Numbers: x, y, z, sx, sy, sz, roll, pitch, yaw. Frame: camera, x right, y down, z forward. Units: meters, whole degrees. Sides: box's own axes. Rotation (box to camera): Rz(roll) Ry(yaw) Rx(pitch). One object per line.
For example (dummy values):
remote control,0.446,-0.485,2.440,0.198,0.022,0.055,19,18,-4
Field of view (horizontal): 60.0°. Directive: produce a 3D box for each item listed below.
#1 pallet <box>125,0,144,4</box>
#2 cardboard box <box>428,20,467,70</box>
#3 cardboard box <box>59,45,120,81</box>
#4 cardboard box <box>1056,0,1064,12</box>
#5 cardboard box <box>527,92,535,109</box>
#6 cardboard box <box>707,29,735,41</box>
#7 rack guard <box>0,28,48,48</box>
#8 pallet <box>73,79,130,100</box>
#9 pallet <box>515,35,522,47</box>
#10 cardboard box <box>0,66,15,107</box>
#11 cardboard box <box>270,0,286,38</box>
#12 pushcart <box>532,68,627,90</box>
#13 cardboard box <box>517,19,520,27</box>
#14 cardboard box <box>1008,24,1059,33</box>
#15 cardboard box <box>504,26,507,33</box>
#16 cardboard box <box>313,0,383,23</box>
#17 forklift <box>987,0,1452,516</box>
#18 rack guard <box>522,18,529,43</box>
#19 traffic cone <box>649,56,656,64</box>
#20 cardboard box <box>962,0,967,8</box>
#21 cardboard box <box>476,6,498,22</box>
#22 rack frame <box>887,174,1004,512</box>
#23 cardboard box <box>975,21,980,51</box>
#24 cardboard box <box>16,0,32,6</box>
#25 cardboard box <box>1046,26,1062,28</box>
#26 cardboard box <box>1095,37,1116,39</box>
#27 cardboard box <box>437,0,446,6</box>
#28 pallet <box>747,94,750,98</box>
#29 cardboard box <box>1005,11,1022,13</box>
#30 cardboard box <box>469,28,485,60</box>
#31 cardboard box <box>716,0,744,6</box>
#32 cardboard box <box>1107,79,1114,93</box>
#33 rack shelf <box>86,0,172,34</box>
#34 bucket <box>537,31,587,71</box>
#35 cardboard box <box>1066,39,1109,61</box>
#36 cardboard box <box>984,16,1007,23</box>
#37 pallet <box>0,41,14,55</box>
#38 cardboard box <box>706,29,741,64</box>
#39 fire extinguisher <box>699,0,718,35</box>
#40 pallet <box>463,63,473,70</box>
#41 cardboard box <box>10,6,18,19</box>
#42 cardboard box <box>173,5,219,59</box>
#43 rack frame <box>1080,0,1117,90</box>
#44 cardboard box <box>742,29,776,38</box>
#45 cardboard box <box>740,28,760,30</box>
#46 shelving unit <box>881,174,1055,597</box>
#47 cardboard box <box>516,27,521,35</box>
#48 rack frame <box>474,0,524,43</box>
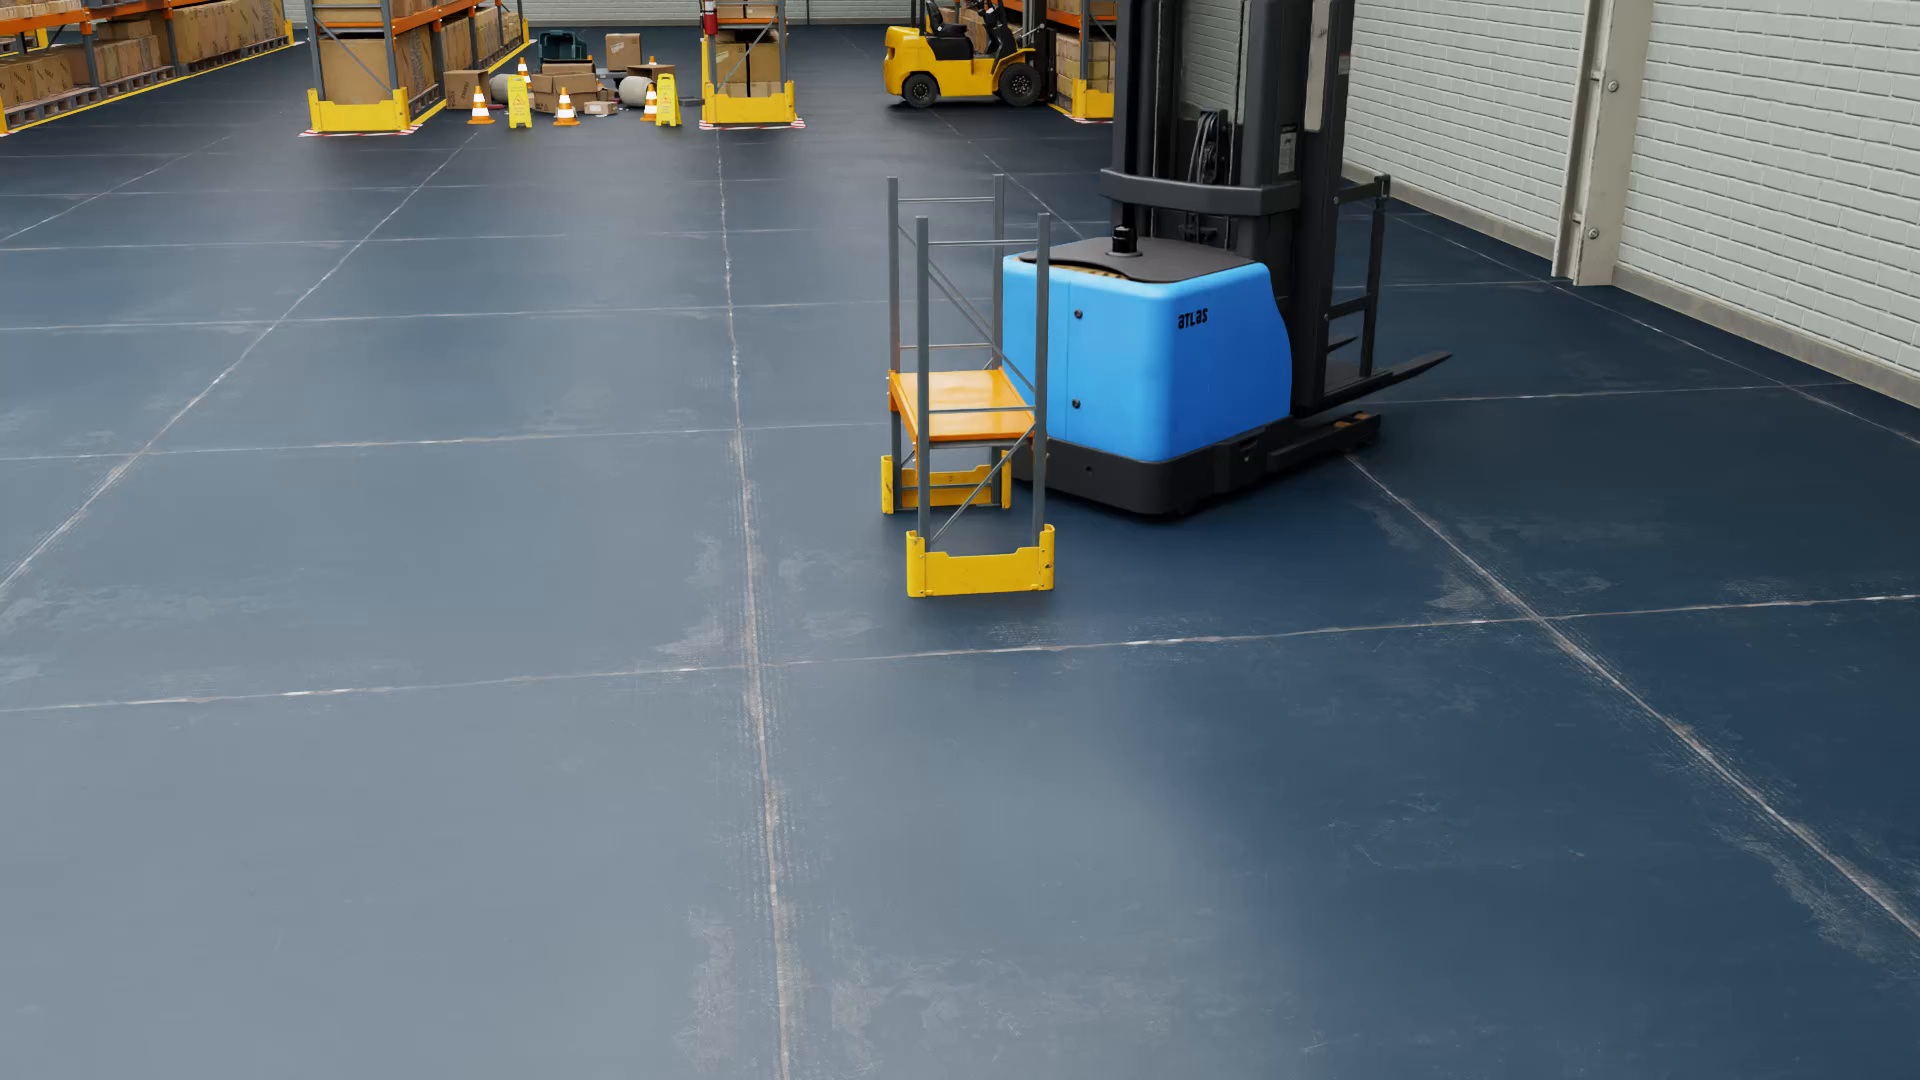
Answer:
pallet,-13.416,-8.462,25.859,1.003,0.211,1.213,-3,21,-8
cardboard box,-8.691,-8.075,27.165,1.050,0.750,0.750,-3,21,-7
cardboard box,-13.282,-7.265,25.324,0.700,0.500,0.500,-3,21,-8
cardboard box,1.659,-7.778,23.612,0.500,0.500,0.500,-3,21,-9
cardboard box,-6.172,-6.282,23.657,0.396,0.266,0.258,1,20,2
cardboard box,-3.275,-6.917,22.779,0.380,0.149,0.250,-2,21,-6
rack guard,-19.813,-10.592,34.860,1.175,0.500,0.348,-3,21,-8
pallet,-13.279,-6.813,25.157,1.003,0.211,1.213,-3,21,-8
pallet,-9.879,-10.604,35.307,1.003,0.211,1.213,-3,21,-8
cardboard box,-12.782,-5.913,21.734,0.500,0.500,0.500,2,21,6
cardboard box,-14.724,-10.989,34.787,0.875,0.875,0.875,-3,21,-8
pushcart,-5.608,-6.989,25.390,1.648,0.377,0.936,-11,23,-26
cardboard box,-9.614,-11.052,35.570,0.380,0.149,0.250,-3,21,-9
cardboard box,1.252,-8.395,28.200,0.875,0.625,0.625,-4,21,-10
cardboard box,-9.380,-10.333,33.644,0.380,0.149,0.250,-2,21,-5
cardboard box,-7.764,-6.877,21.127,0.875,0.550,0.550,-3,21,-8
forklift,1.506,-1.913,8.149,1.130,2.935,3.031,18,27,40
rack guard,-9.961,-11.023,36.014,1.175,0.500,0.348,-3,21,-8
traffic cone,-4.923,-7.520,26.690,0.336,0.463,0.334,-3,21,-8
cardboard box,0.248,-10.706,33.213,0.380,0.149,0.250,-3,21,-9
cardboard box,-9.038,-9.967,31.516,0.500,0.250,0.500,-3,21,-9
rack frame,-0.061,-0.849,7.346,0.500,1.500,0.032,-3,21,-8
cardboard box,0.562,-9.503,31.344,0.500,0.500,0.500,-2,21,-5
cardboard box,-12.921,-7.359,22.065,0.875,0.500,0.500,-3,21,-8
cardboard box,1.312,-7.795,25.701,0.500,0.250,0.500,-3,21,-9
cardboard box,2.172,-6.942,23.418,0.500,0.250,0.500,-3,21,-8
cardboard box,-8.052,-8.308,25.030,0.500,0.500,0.500,-3,21,-7
pallet,-2.875,-5.968,22.894,1.003,0.211,1.213,-3,21,-8
cardboard box,0.973,-10.053,31.891,0.380,0.149,0.250,-4,21,-10
cardboard box,-8.669,-8.734,29.285,0.500,0.500,0.500,-4,21,-10
cardboard box,-3.133,-7.325,21.974,0.500,0.500,0.500,-3,21,-9
cardboard box,2.252,-6.305,23.140,0.500,0.250,0.500,-3,21,-8
rack shelf,-13.453,-8.206,25.927,1.077,0.370,4.000,-3,21,-8
bucket,-5.941,-7.313,25.015,0.726,0.611,0.620,4,11,11
cardboard box,1.754,-6.737,22.869,0.500,0.250,0.500,-2,21,-6
cardboard box,0.654,-9.474,30.341,0.380,0.149,0.250,-4,21,-10
pallet,-19.543,-9.740,32.992,1.003,0.211,1.213,-3,21,-8
cardboard box,-3.541,-7.392,24.978,0.500,0.500,0.500,-2,21,-5
fire extinguisher,-3.222,-6.866,21.423,0.296,0.674,0.183,-3,21,-8
pallet,-8.780,-7.867,27.978,1.003,0.211,1.213,-3,21,-8
cardboard box,-12.581,-6.891,21.737,0.380,0.149,0.250,-3,21,-8
cardboard box,-13.942,-8.985,29.423,1.225,0.875,0.875,-3,21,-8
rack frame,2.129,-7.217,22.251,1.000,3.000,0.127,-3,21,-8
cardboard box,-3.008,-7.419,25.050,0.500,0.500,0.500,-3,21,-9
cardboard box,-3.953,-9.180,29.943,0.875,0.875,0.875,-3,21,-8
shelving unit,0.011,-0.676,6.883,0.587,1.500,1.083,-3,21,-8
cardboard box,-9.553,-10.826,35.388,0.380,0.149,0.250,-2,21,-6
rack frame,-9.972,-12.220,35.647,1.000,3.000,0.127,-3,21,-8
